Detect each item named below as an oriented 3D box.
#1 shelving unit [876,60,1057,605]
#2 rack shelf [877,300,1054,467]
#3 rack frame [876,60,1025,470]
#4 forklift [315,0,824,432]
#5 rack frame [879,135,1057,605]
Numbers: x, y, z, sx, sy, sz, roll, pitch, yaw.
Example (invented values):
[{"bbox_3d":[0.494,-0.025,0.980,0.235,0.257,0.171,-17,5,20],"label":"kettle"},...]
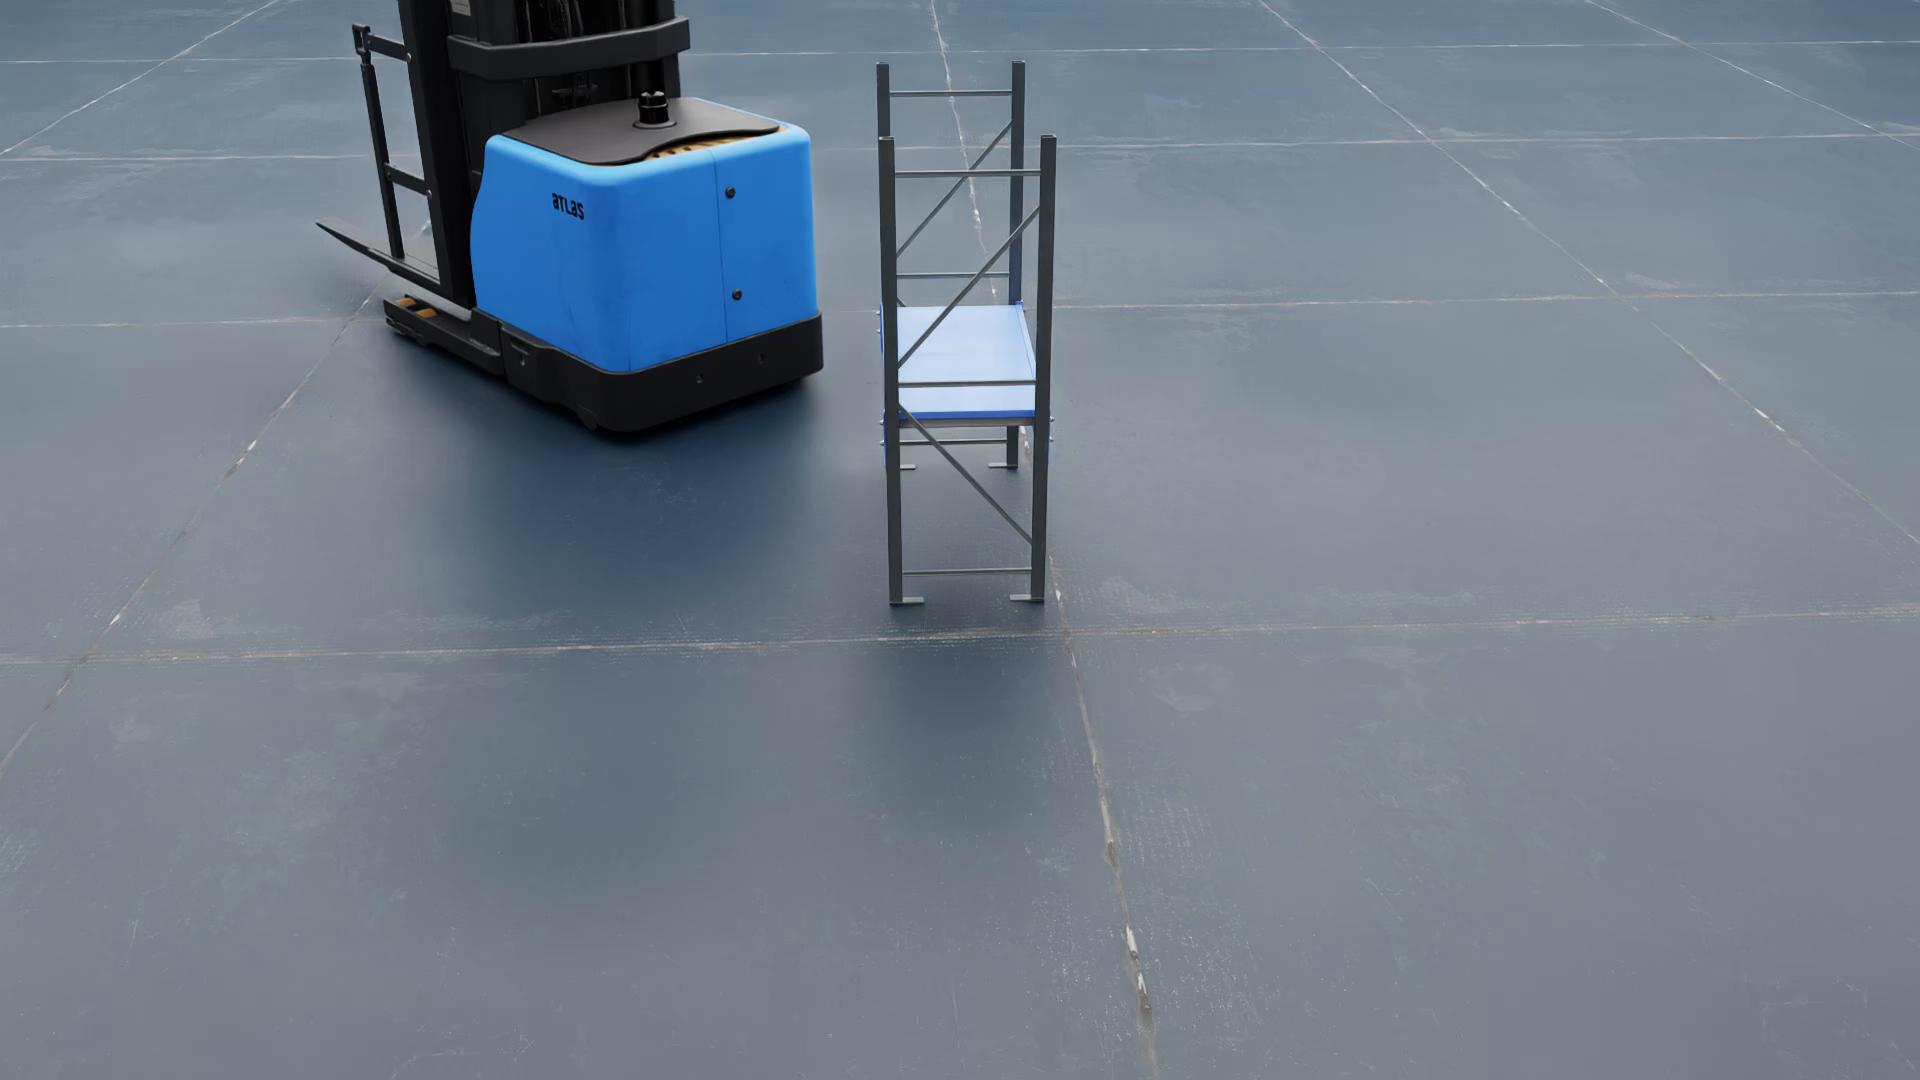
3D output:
[{"bbox_3d":[-0.004,-0.704,5.479,0.538,1.500,1.048,-1,28,-3],"label":"shelving unit"},{"bbox_3d":[-0.004,-0.545,5.562,0.538,0.185,1.000,-1,28,-3],"label":"rack shelf"},{"bbox_3d":[-0.031,-0.939,5.929,0.500,1.500,0.032,-1,28,-3],"label":"rack frame"},{"bbox_3d":[-1.952,-2.305,7.000,1.130,2.935,3.031,-24,36,-38],"label":"forklift"},{"bbox_3d":[0.022,-0.470,5.029,0.500,1.500,0.032,-1,28,-3],"label":"rack frame"}]
